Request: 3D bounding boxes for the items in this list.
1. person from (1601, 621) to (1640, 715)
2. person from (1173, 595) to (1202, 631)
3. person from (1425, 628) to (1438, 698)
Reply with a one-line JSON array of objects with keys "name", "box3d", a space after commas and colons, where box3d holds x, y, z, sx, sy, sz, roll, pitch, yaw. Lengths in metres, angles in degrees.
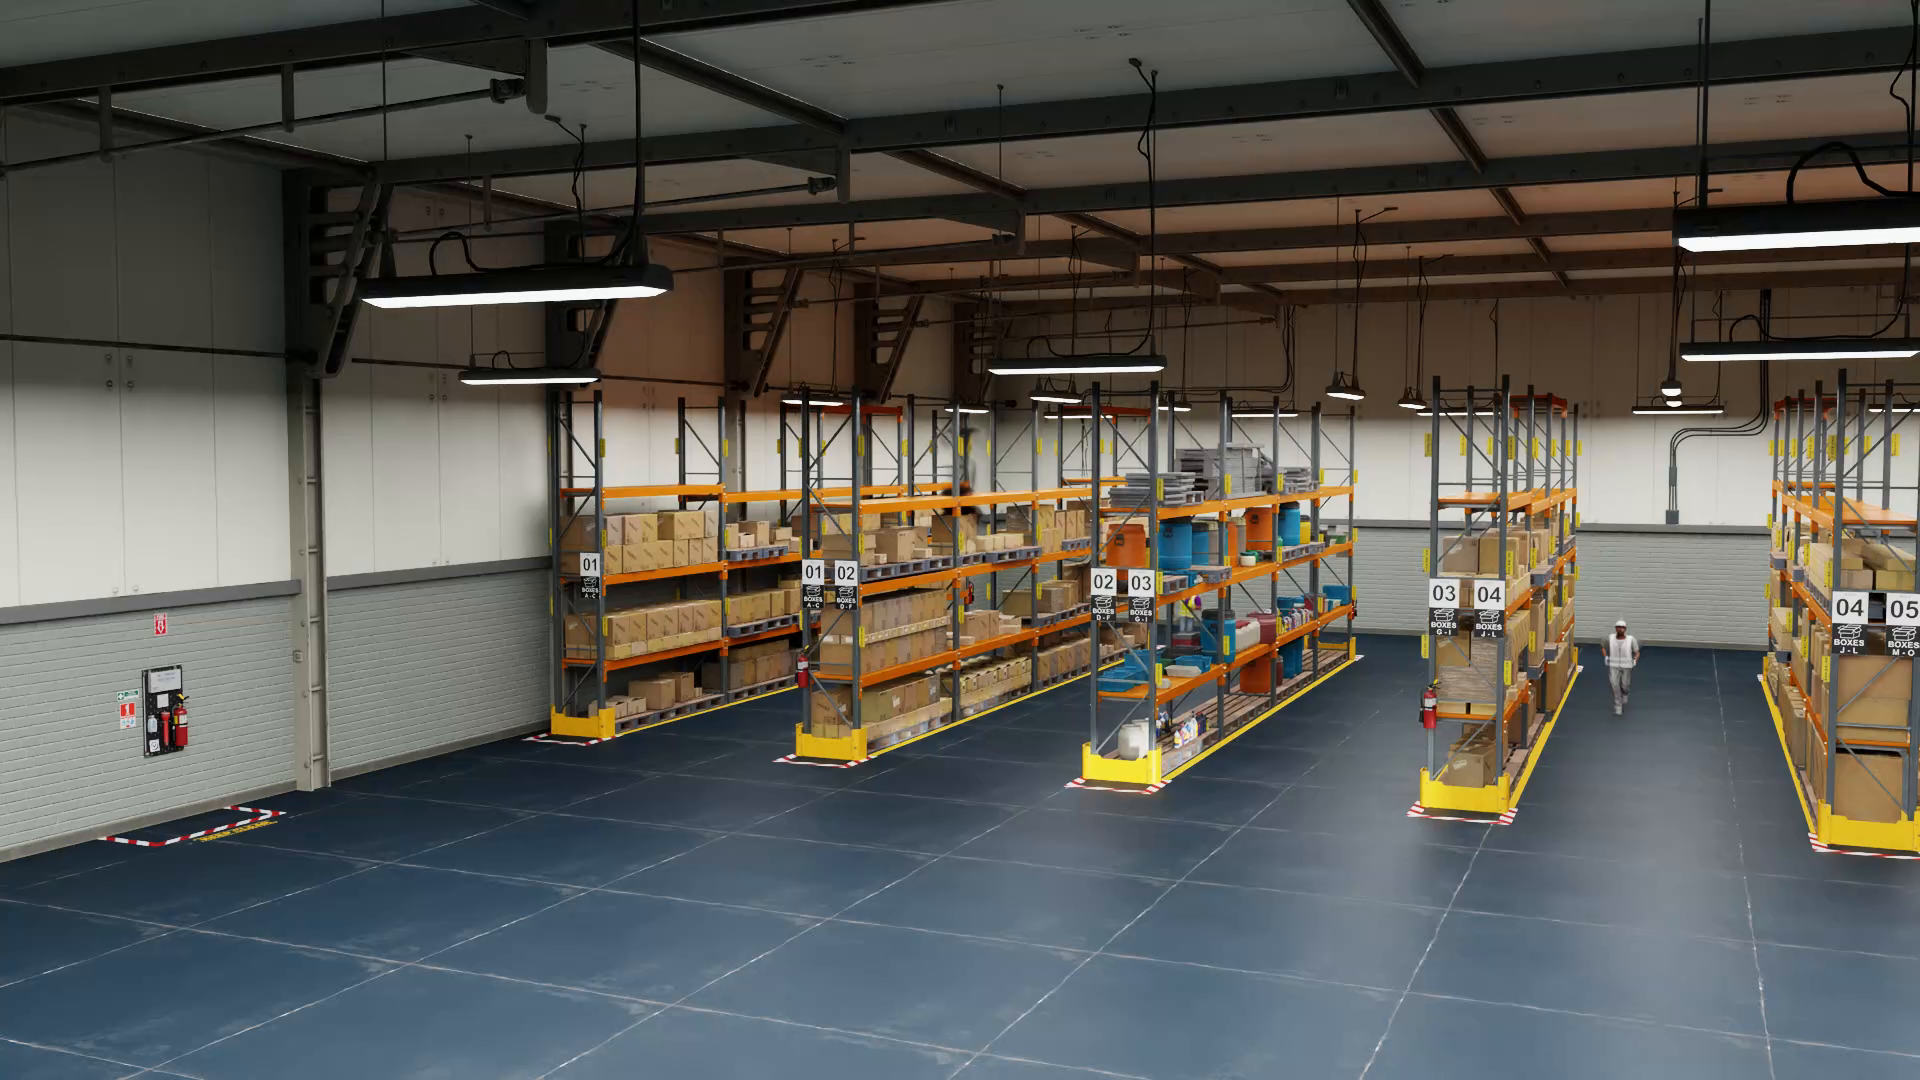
[{"name": "person", "box3d": [12.480, 2.400, 31.452, 0.681, 1.759, 0.778, 1, 3, 24]}, {"name": "person", "box3d": [5.520, 1.879, 40.520, 0.739, 1.709, 0.783, 1, 3, 11]}, {"name": "person", "box3d": [9.757, 2.313, 33.619, 0.707, 1.718, 0.814, 1, 3, 17]}]
